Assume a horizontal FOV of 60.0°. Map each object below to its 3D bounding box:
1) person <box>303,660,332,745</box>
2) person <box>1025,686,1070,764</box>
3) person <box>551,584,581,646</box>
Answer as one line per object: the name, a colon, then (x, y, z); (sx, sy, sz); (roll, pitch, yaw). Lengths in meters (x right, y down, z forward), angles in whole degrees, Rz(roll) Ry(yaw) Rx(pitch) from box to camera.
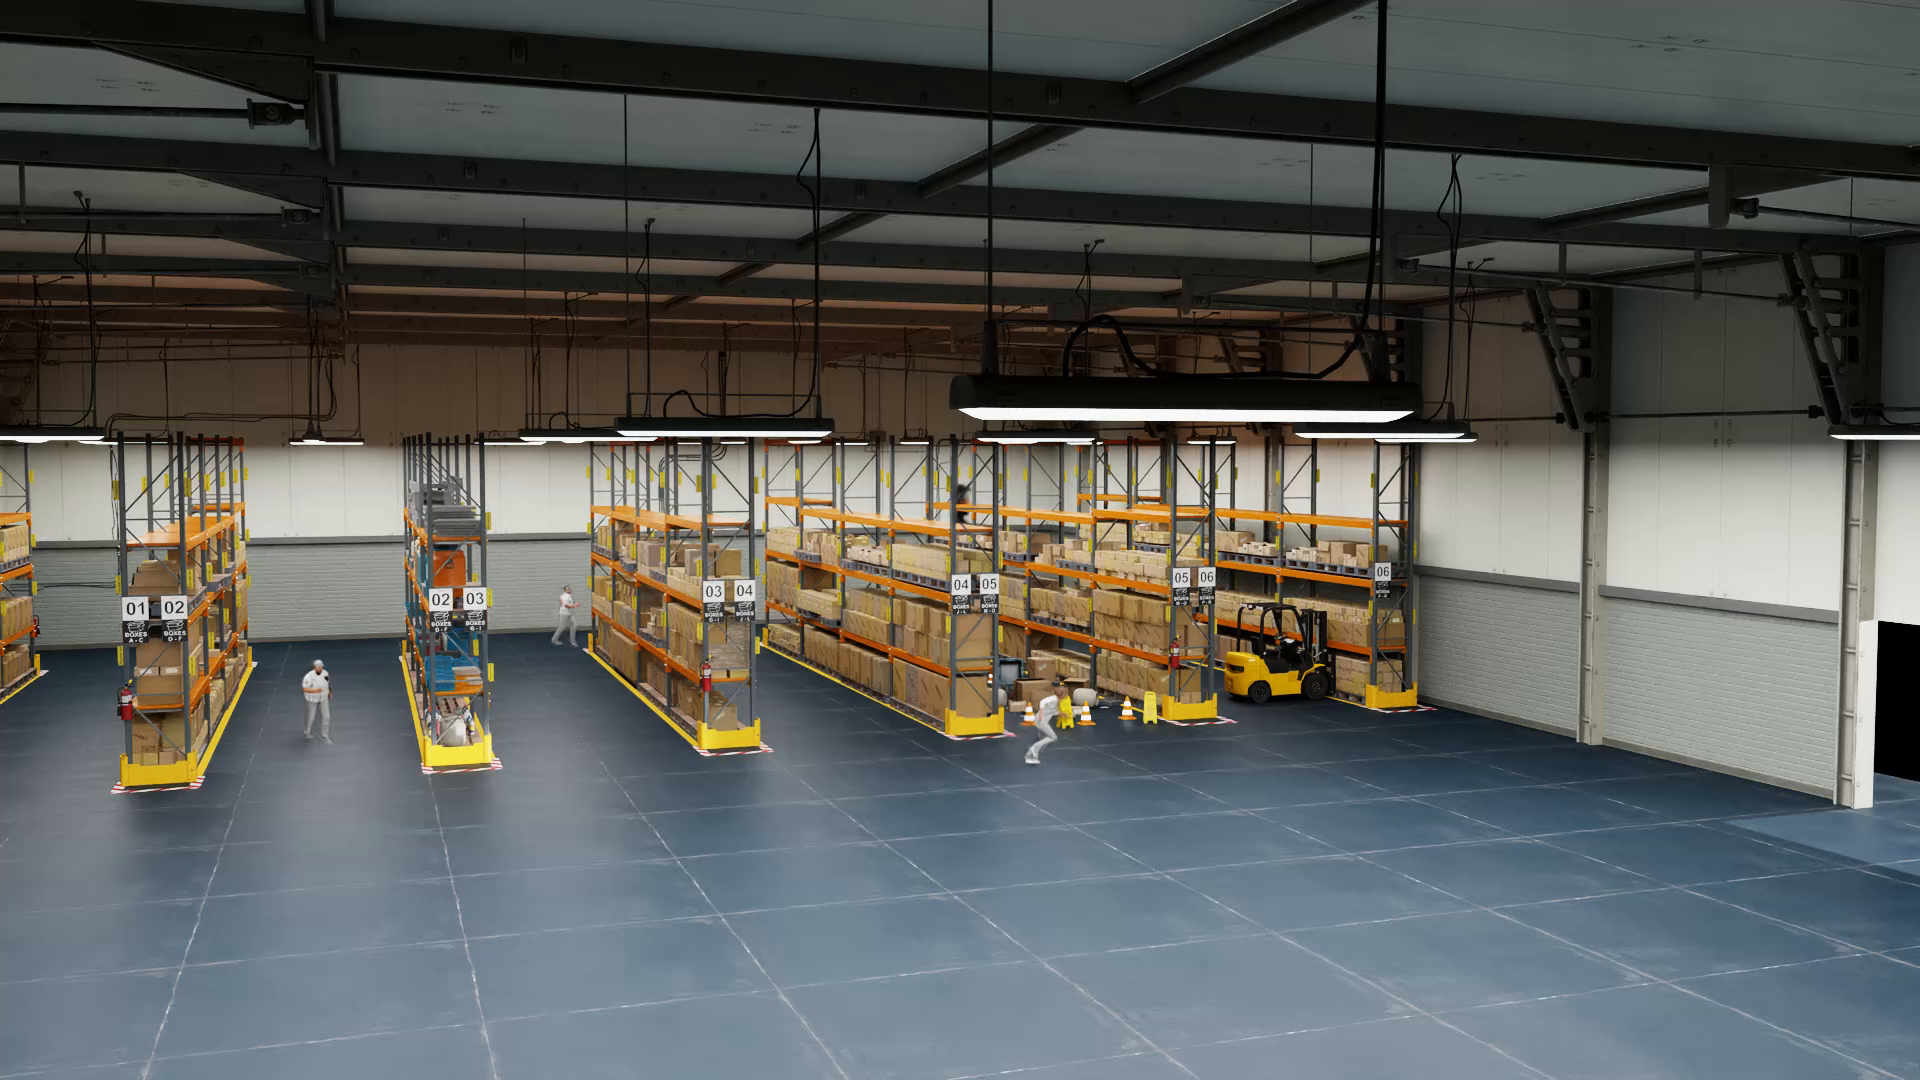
person: (-12.499, 3.124, 32.279); (0.601, 1.642, 0.946); (-3, 4, -40)
person: (1.572, 3.351, 29.984); (0.807, 1.416, 0.566); (0, 3, 8)
person: (-11.355, 2.188, 47.976); (0.875, 1.846, 0.630); (0, 3, 1)
